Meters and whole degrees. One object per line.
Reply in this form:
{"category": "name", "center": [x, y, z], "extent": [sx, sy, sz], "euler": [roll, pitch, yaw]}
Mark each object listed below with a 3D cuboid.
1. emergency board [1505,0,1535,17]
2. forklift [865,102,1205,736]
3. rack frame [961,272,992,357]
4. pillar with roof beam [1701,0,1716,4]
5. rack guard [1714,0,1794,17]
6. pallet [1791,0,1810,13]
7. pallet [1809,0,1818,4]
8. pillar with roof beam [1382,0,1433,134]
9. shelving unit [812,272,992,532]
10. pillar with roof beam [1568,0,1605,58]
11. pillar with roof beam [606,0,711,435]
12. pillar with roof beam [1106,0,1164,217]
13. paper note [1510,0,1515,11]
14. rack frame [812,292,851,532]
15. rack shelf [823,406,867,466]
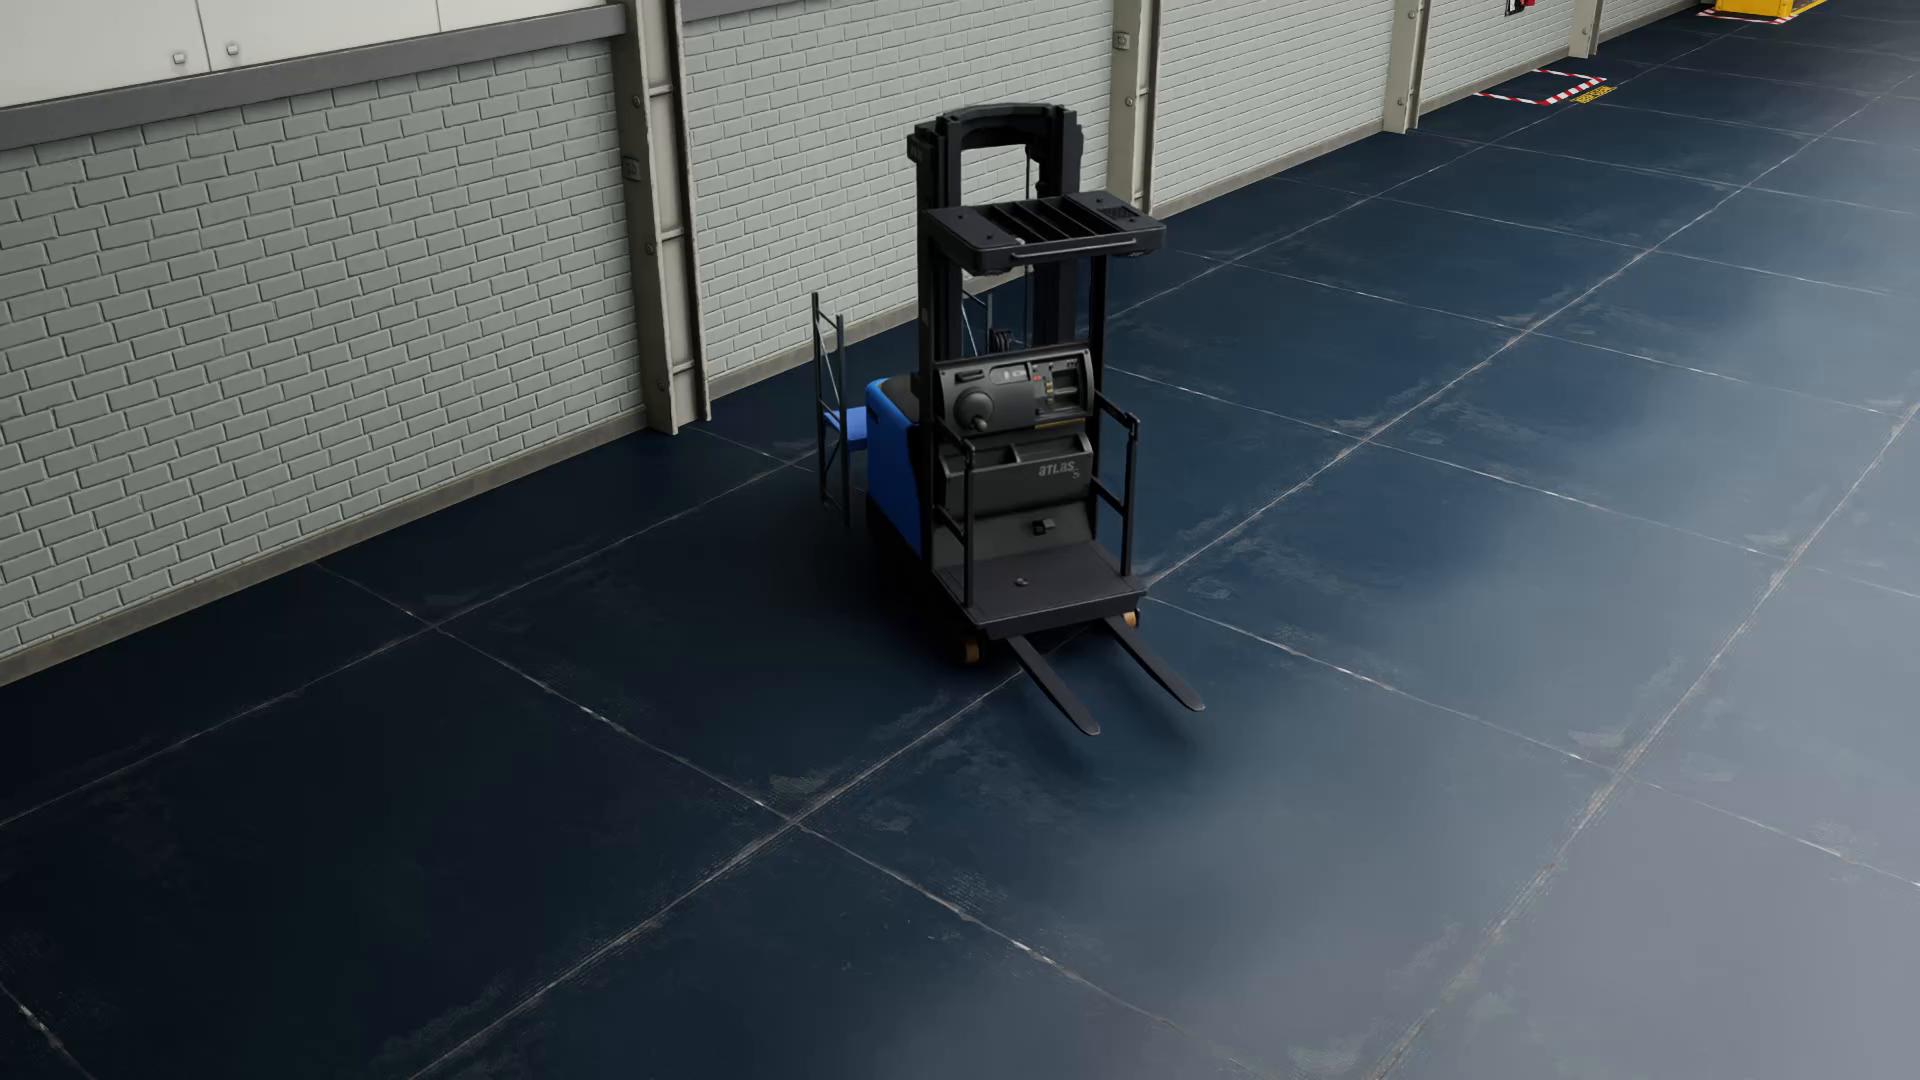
{"category": "emergency board", "center": [7.715, -7.744, 22.588], "extent": [0.194, 1.169, 0.643], "euler": [21, 34, 34]}
{"category": "forklift", "center": [0.407, -0.809, 9.256], "extent": [1.130, 2.935, 3.031], "euler": [-10, 29, -19]}
{"category": "rack frame", "center": [0.088, -1.017, 11.216], "extent": [0.032, 1.500, 0.500], "euler": [-12, 30, -21]}
{"category": "pillar with roof beam", "center": [16.455, -12.143, 24.561], "extent": [9.100, 9.000, 0.400], "euler": [21, 34, 34]}
{"category": "rack guard", "center": [13.403, -9.152, 28.030], "extent": [1.175, 0.500, 0.348], "euler": [21, 34, 34]}
{"category": "pallet", "center": [13.947, -9.302, 28.633], "extent": [1.003, 0.211, 1.213], "euler": [21, 34, 34]}
{"category": "pallet", "center": [14.724, -9.733, 29.465], "extent": [1.003, 0.211, 1.213], "euler": [21, 34, 34]}
{"category": "pillar with roof beam", "center": [8.822, -7.889, 16.337], "extent": [9.100, 9.000, 0.400], "euler": [21, 34, 34]}
{"category": "shelving unit", "center": [-0.376, -0.922, 11.032], "extent": [1.048, 1.500, 0.538], "euler": [-12, 30, -21]}
{"category": "pillar with roof beam", "center": [12.638, -10.016, 20.449], "extent": [9.100, 9.000, 0.400], "euler": [21, 34, 34]}
{"category": "pillar with roof beam", "center": [1.189, -3.634, 8.113], "extent": [9.100, 9.000, 0.400], "euler": [21, 34, 34]}
{"category": "pillar with roof beam", "center": [5.005, -5.761, 12.225], "extent": [9.100, 9.000, 0.400], "euler": [21, 34, 34]}
{"category": "paper note", "center": [7.549, -7.311, 22.708], "extent": [0.016, 0.148, 0.142], "euler": [21, 34, 34]}
{"category": "rack frame", "center": [-0.840, -0.827, 10.848], "extent": [0.032, 1.500, 0.500], "euler": [-12, 30, -21]}
{"category": "rack shelf", "center": [-0.376, -0.762, 11.114], "extent": [1.000, 0.185, 0.538], "euler": [-12, 30, -21]}
